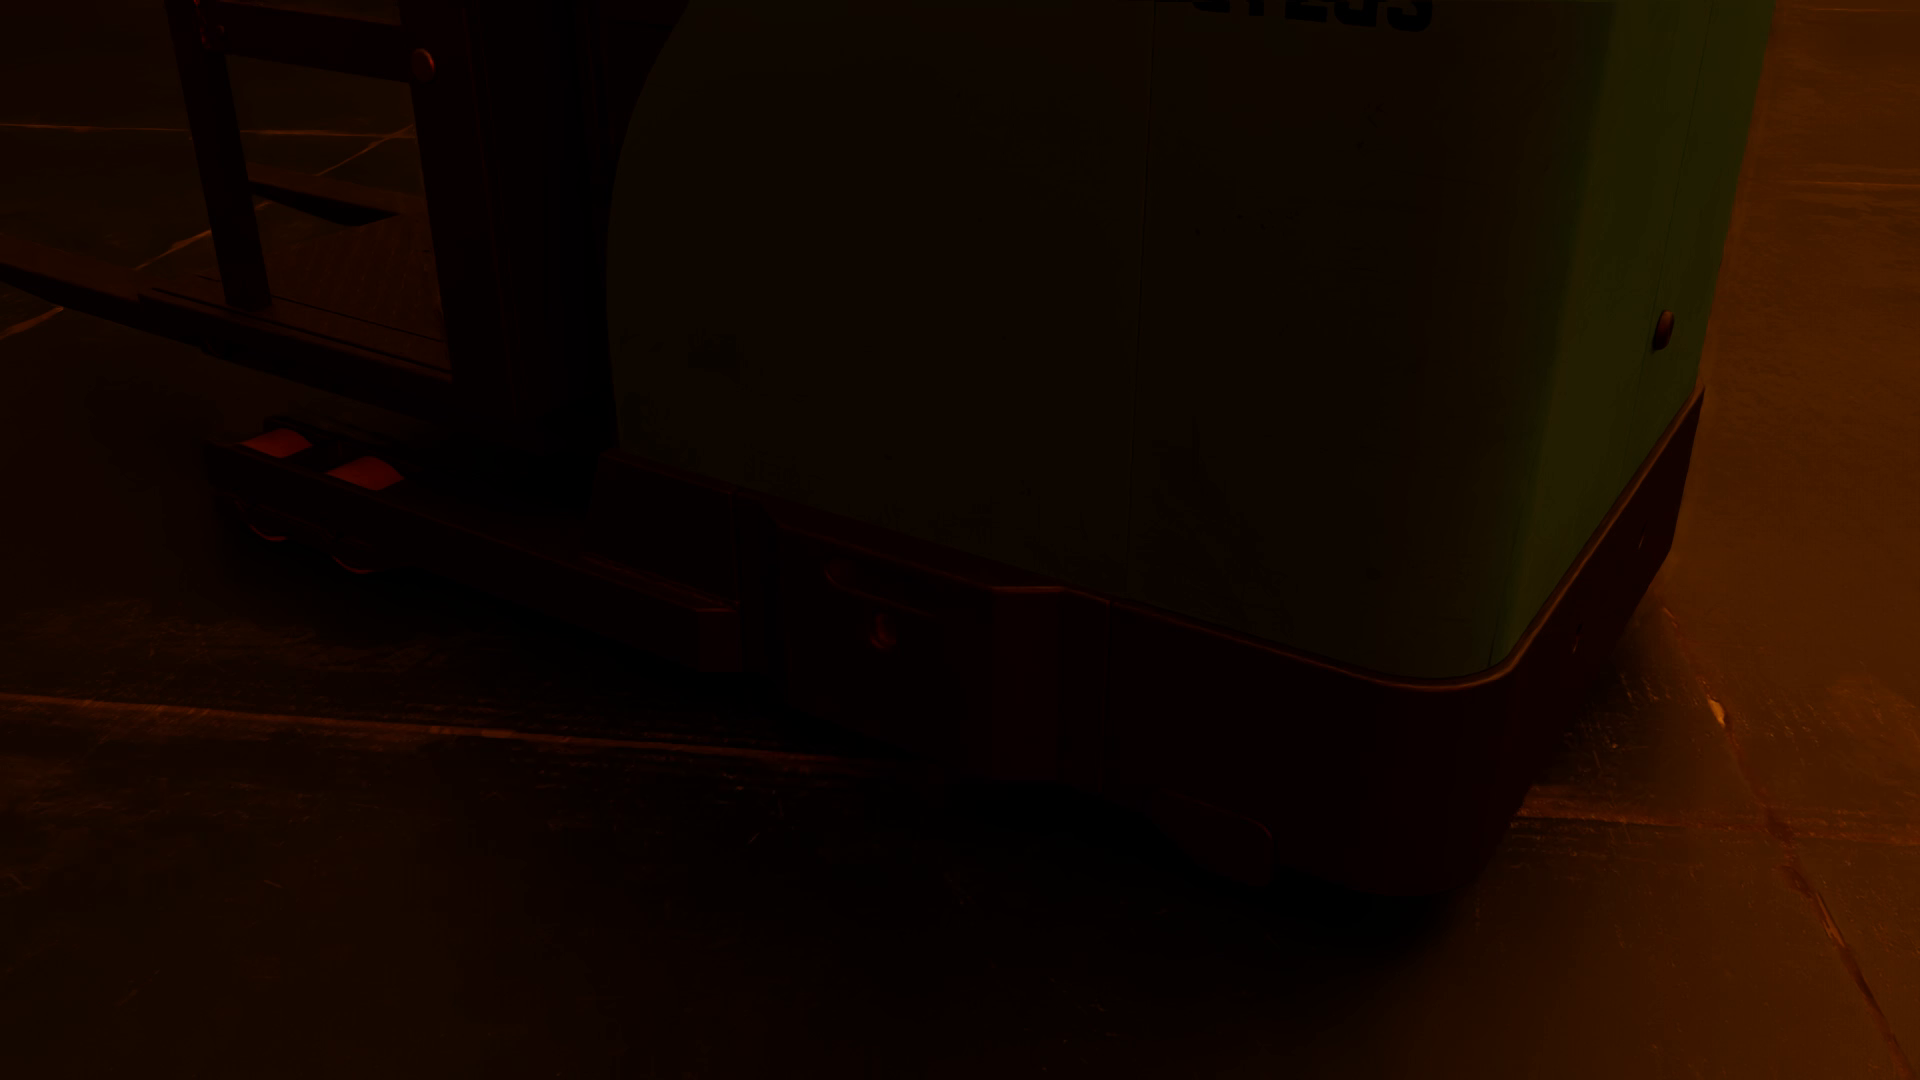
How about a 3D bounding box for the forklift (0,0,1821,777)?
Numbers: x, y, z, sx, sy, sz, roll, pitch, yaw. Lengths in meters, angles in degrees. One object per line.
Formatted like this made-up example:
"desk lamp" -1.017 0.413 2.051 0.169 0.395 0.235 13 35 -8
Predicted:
"forklift" -0.611 -1.328 1.878 3.031 2.935 1.130 4 27 7
